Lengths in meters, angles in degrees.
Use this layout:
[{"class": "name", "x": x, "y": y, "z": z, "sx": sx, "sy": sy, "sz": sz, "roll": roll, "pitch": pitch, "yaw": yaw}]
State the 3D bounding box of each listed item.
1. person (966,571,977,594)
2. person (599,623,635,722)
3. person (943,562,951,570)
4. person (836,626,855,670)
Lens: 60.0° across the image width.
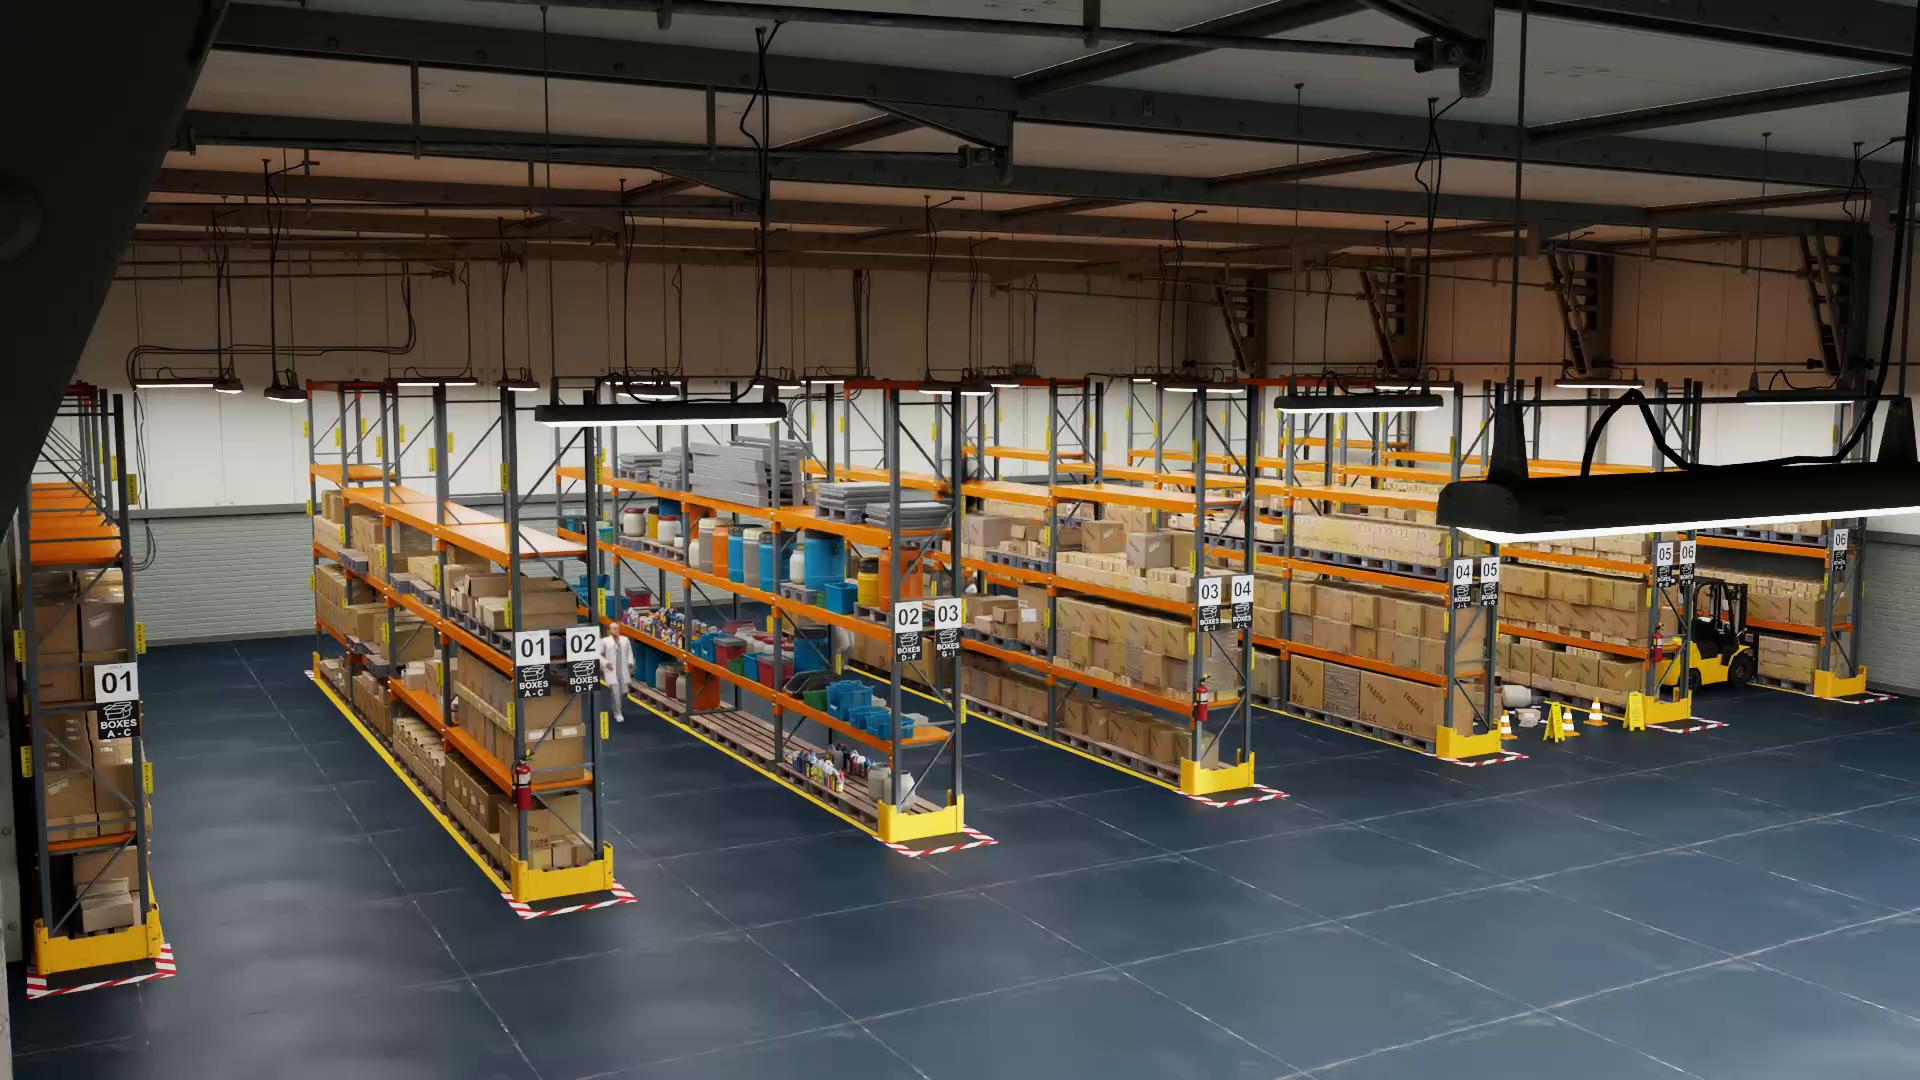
[{"class": "person", "x": 0.358, "y": 1.545, "z": 34.882, "sx": 0.633, "sy": 1.811, "sz": 0.797, "roll": -4, "pitch": 7, "yaw": -33}, {"class": "person", "x": -6.150, "y": 2.332, "z": 29.619, "sx": 0.712, "sy": 1.739, "sz": 0.652, "roll": -4, "pitch": 7, "yaw": -30}, {"class": "person", "x": -0.268, "y": 1.109, "z": 41.438, "sx": 0.713, "sy": 1.612, "sz": 0.578, "roll": -5, "pitch": 8, "yaw": -37}, {"class": "person", "x": -2.243, "y": 1.718, "z": 32.734, "sx": 0.658, "sy": 1.747, "sz": 0.560, "roll": -5, "pitch": 8, "yaw": -38}]
